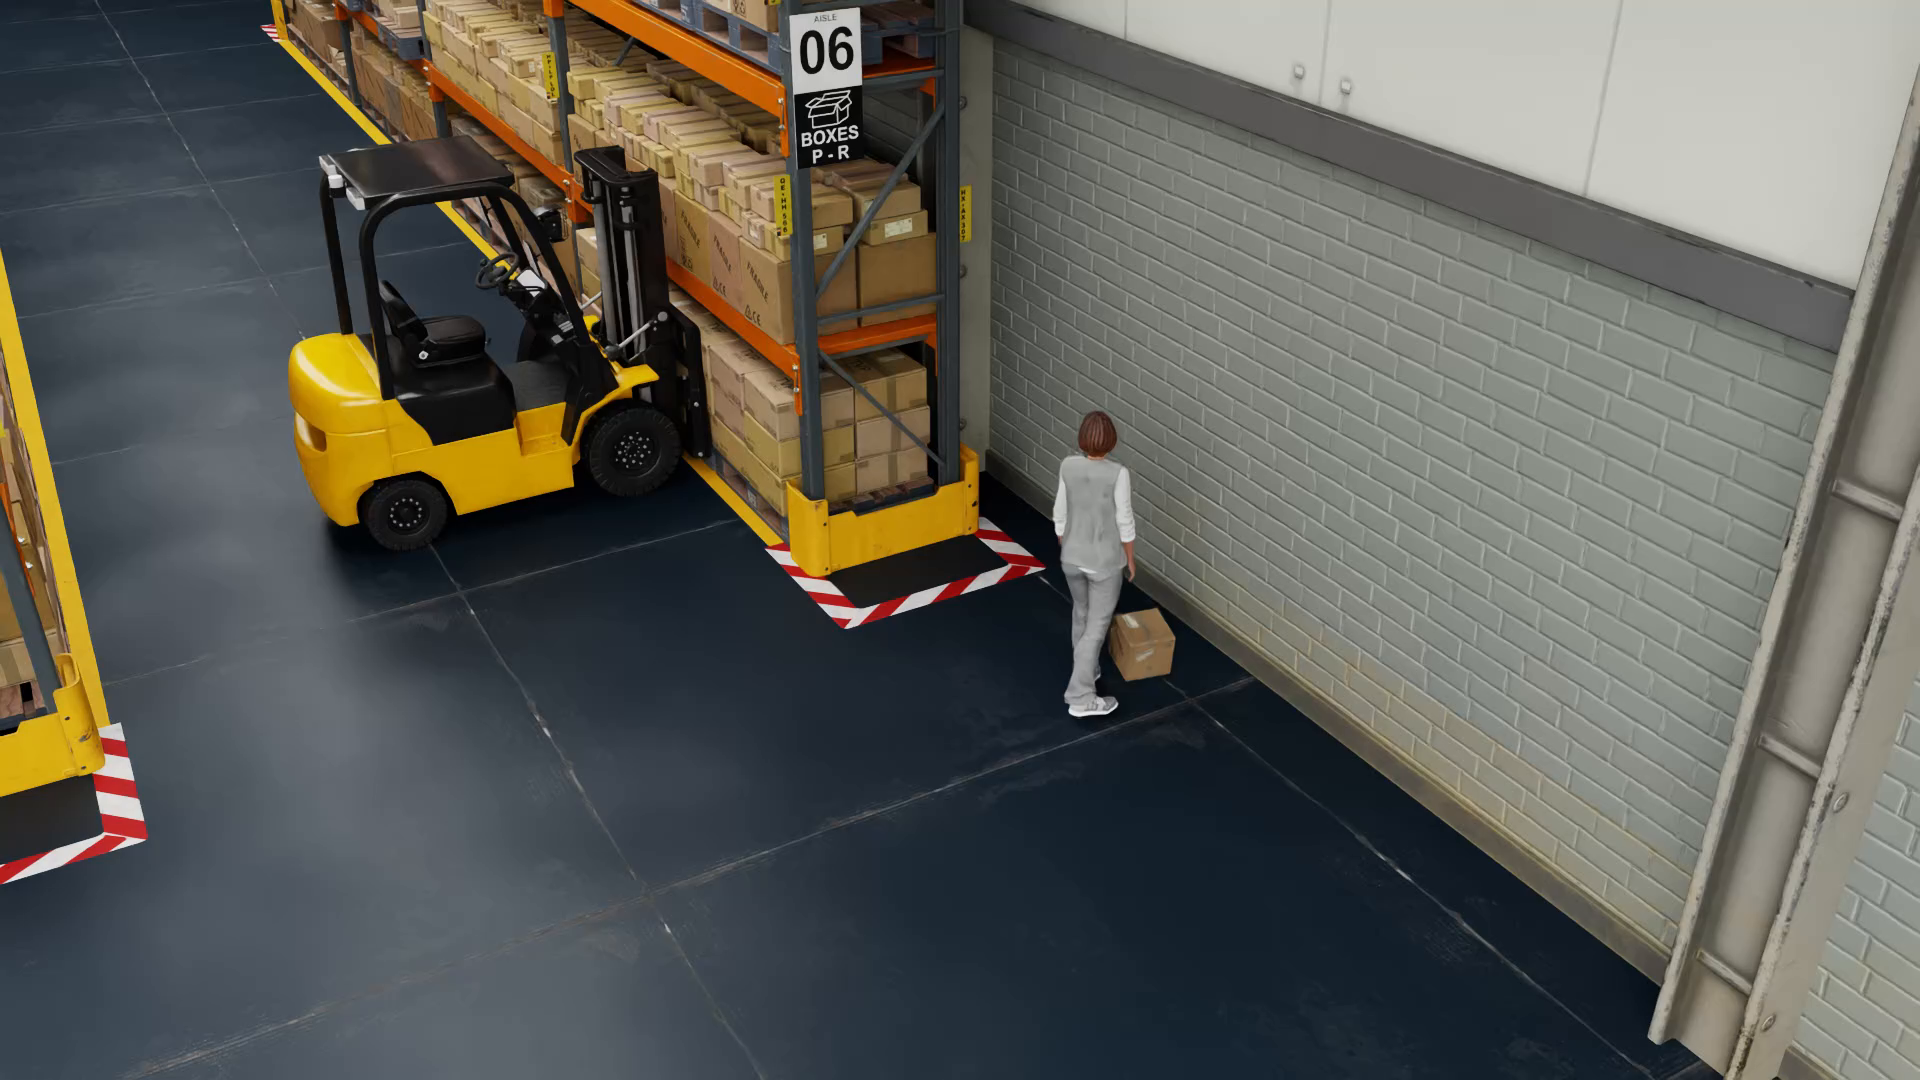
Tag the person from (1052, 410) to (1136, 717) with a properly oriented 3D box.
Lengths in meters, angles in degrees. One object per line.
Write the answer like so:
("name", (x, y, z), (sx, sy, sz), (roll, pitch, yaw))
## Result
("person", (0.649, 0.121, 8.348), (0.452, 1.587, 0.506), (17, 34, 27))
